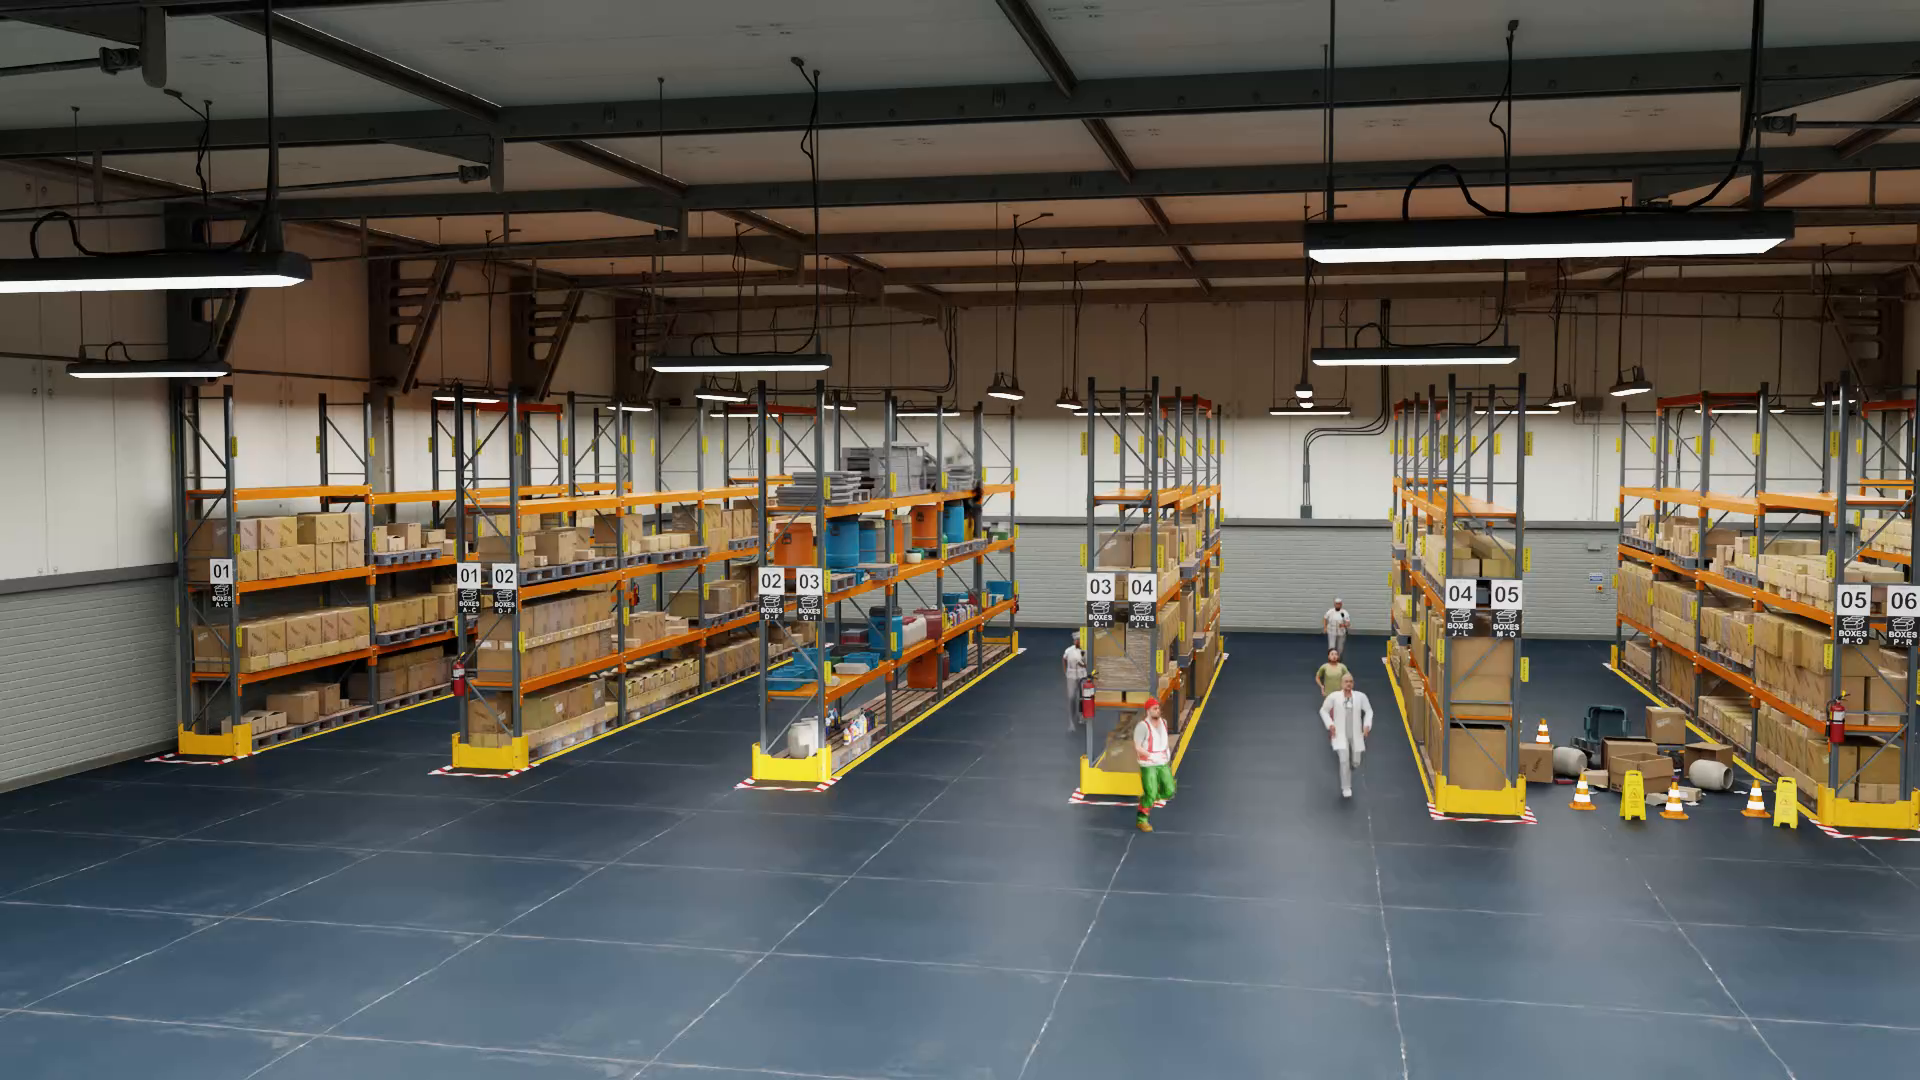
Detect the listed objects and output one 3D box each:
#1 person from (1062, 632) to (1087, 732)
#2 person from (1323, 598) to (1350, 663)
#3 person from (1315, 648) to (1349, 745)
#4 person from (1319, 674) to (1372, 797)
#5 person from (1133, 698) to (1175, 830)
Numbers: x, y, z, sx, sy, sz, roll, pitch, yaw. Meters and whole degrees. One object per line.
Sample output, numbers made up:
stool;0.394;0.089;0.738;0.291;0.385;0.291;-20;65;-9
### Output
person;2.090;2.486;29.579;0.562;1.716;0.885;0;3;6
person;8.335;2.125;36.790;0.578;1.654;0.665;0;3;9
person;6.277;2.620;28.010;0.579;1.619;0.609;0;3;6
person;5.563;2.788;23.961;0.751;1.733;0.774;0;3;2
person;2.554;2.921;21.652;0.693;1.740;0.661;-2;4;-34
